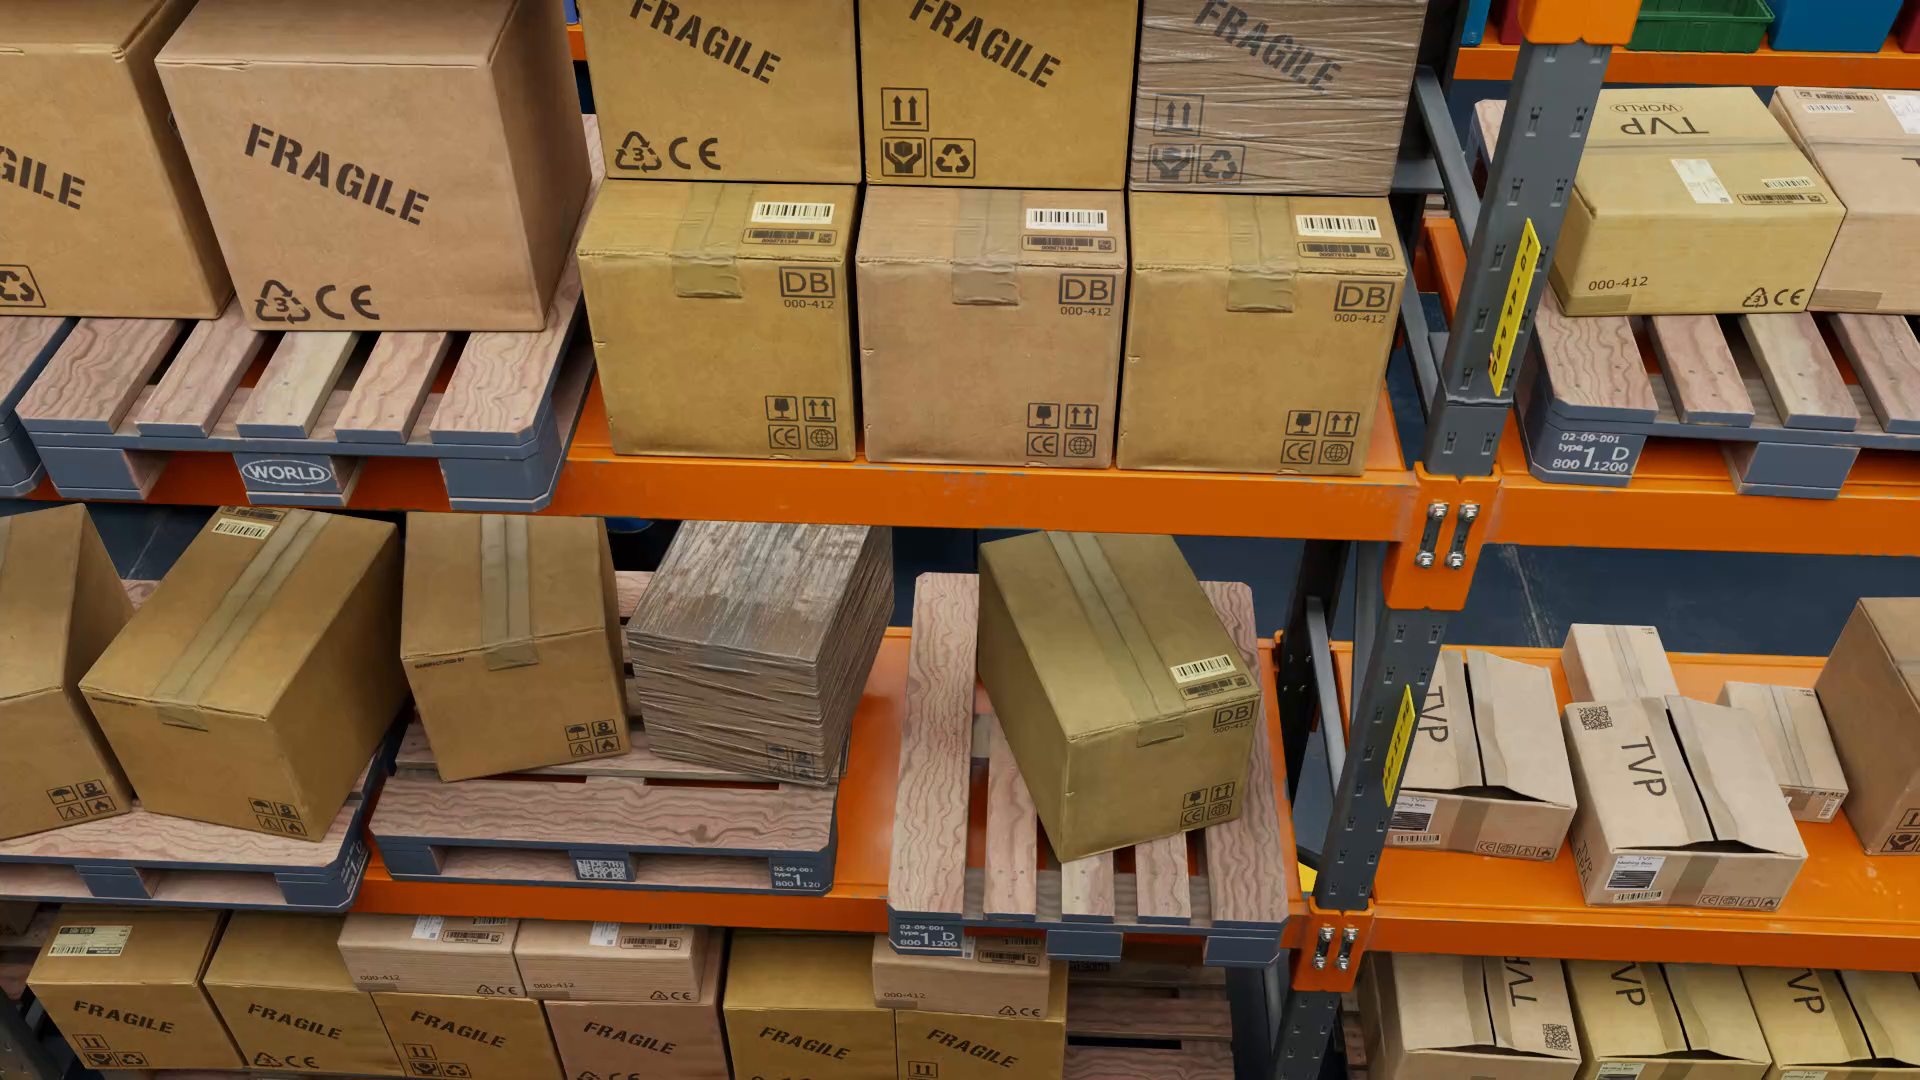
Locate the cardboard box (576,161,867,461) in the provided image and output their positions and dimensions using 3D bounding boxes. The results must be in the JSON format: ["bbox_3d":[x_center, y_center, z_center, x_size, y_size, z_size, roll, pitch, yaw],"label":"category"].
[{"bbox_3d":[-0.443,-0.656,3.565,0.500,0.500,0.910,2,43,2],"label":"cardboard box"}]

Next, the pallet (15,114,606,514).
[{"bbox_3d":[-1.288,-0.554,3.666,1.003,0.211,1.213,2,43,2],"label":"pallet"}]

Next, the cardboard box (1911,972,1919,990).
[{"bbox_3d":[3.082,1.407,4.922,0.500,0.311,0.500,1,43,1],"label":"cardboard box"}]

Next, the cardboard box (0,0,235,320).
[{"bbox_3d":[-1.804,-0.876,3.420,0.600,0.600,0.600,1,43,1],"label":"cardboard box"}]

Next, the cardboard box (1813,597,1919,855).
[{"bbox_3d":[2.701,0.504,4.520,0.500,0.500,0.500,0,43,0],"label":"cardboard box"}]

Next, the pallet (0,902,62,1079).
[{"bbox_3d":[-3.658,1.376,5.703,1.213,0.211,1.003,2,43,2],"label":"pallet"}]

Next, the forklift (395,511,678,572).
[{"bbox_3d":[-2.719,-1.356,6.641,3.031,2.935,1.130,5,43,6],"label":"forklift"}]

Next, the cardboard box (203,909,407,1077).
[{"bbox_3d":[-1.967,1.321,5.228,0.500,0.500,0.500,2,43,2],"label":"cardboard box"}]

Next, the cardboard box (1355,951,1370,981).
[{"bbox_3d":[1.560,1.203,5.553,0.500,0.250,0.500,3,43,3],"label":"cardboard box"}]

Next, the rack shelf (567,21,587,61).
[{"bbox_3d":[-0.747,-2.671,8.529,4.000,0.370,1.077,2,43,2],"label":"rack shelf"}]

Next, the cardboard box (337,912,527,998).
[{"bbox_3d":[-1.501,1.068,4.949,0.500,0.250,0.500,2,43,2],"label":"cardboard box"}]

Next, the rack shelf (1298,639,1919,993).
[{"bbox_3d":[3.022,0.825,4.777,4.000,0.370,1.077,2,43,2],"label":"rack shelf"}]

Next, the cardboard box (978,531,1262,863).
[{"bbox_3d":[0.390,0.368,4.359,0.500,0.500,0.700,-12,44,-12],"label":"cardboard box"}]

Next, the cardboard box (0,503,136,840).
[{"bbox_3d":[-2.509,0.354,4.373,0.500,0.500,0.700,-12,44,-12],"label":"cardboard box"}]

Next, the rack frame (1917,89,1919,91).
[{"bbox_3d":[5.246,-2.750,8.086,0.127,3.000,1.000,2,43,2],"label":"rack frame"}]

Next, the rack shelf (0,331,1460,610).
[{"bbox_3d":[-0.974,-0.395,3.886,4.000,0.370,1.077,2,43,2],"label":"rack shelf"}]

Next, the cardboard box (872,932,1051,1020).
[{"bbox_3d":[0.022,1.112,4.902,0.500,0.250,0.500,3,43,4],"label":"cardboard box"}]

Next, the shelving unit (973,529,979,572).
[{"bbox_3d":[-0.165,-0.773,6.625,0.503,2.100,0.431,2,43,2],"label":"shelving unit"}]

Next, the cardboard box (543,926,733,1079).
[{"bbox_3d":[-0.963,1.357,5.189,0.500,0.500,0.500,0,43,0],"label":"cardboard box"}]

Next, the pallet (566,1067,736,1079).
[{"bbox_3d":[-0.936,1.433,5.643,1.213,0.211,1.003,2,43,2],"label":"pallet"}]

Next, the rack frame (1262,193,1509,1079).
[{"bbox_3d":[1.024,0.500,4.598,0.127,3.000,1.000,2,43,2],"label":"rack frame"}]

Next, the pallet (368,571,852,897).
[{"bbox_3d":[-0.919,0.514,4.724,1.213,0.211,1.003,2,43,2],"label":"pallet"}]

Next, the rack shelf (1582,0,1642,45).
[{"bbox_3d":[3.022,-1.224,2.868,4.000,0.370,1.077,2,43,2],"label":"rack shelf"}]

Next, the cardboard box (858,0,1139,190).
[{"bbox_3d":[0.079,-1.033,3.236,0.500,0.500,0.500,2,43,2],"label":"cardboard box"}]

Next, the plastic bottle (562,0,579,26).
[{"bbox_3d":[-1.935,-2.665,8.086,0.135,0.276,0.152,2,43,2],"label":"plastic bottle"}]

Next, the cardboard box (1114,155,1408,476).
[{"bbox_3d":[0.586,-0.624,3.531,0.500,0.500,0.910,2,43,2],"label":"cardboard box"}]

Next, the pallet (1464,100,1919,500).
[{"bbox_3d":[1.706,-0.568,3.682,1.003,0.211,1.213,4,43,4],"label":"pallet"}]

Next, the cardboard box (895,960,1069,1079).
[{"bbox_3d":[0.079,1.385,5.159,0.500,0.500,0.500,3,43,4],"label":"cardboard box"}]

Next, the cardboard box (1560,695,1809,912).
[{"bbox_3d":[1.908,0.692,4.457,0.500,0.311,0.500,1,43,1],"label":"cardboard box"}]

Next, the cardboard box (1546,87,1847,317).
[{"bbox_3d":[1.480,-0.720,3.509,0.500,0.250,0.500,-1,43,-1],"label":"cardboard box"}]

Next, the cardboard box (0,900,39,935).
[{"bbox_3d":[-3.382,1.040,5.668,0.500,0.311,0.500,2,43,2],"label":"cardboard box"}]

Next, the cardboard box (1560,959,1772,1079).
[{"bbox_3d":[2.059,1.374,4.957,0.500,0.311,0.500,1,43,1],"label":"cardboard box"}]

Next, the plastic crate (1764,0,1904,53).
[{"bbox_3d":[4.130,-2.566,7.901,0.575,0.384,0.392,2,43,2],"label":"plastic crate"}]

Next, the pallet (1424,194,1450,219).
[{"bbox_3d":[2.023,-1.802,9.115,1.213,0.211,1.003,2,43,2],"label":"pallet"}]

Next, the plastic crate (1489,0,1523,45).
[{"bbox_3d":[2.851,-2.638,7.919,0.583,0.464,0.402,2,43,2],"label":"plastic crate"}]

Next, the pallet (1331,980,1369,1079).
[{"bbox_3d":[1.844,1.573,5.492,1.213,0.211,1.003,2,43,2],"label":"pallet"}]

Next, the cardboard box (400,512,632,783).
[{"bbox_3d":[-1.205,0.200,4.539,0.500,0.500,0.700,-8,44,-9],"label":"cardboard box"}]

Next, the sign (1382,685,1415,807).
[{"bbox_3d":[1.009,0.476,3.833,0.005,0.325,0.100,2,43,2],"label":"sign"}]

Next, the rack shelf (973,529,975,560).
[{"bbox_3d":[-0.165,-0.251,7.112,0.480,0.518,0.431,2,43,2],"label":"rack shelf"}]
